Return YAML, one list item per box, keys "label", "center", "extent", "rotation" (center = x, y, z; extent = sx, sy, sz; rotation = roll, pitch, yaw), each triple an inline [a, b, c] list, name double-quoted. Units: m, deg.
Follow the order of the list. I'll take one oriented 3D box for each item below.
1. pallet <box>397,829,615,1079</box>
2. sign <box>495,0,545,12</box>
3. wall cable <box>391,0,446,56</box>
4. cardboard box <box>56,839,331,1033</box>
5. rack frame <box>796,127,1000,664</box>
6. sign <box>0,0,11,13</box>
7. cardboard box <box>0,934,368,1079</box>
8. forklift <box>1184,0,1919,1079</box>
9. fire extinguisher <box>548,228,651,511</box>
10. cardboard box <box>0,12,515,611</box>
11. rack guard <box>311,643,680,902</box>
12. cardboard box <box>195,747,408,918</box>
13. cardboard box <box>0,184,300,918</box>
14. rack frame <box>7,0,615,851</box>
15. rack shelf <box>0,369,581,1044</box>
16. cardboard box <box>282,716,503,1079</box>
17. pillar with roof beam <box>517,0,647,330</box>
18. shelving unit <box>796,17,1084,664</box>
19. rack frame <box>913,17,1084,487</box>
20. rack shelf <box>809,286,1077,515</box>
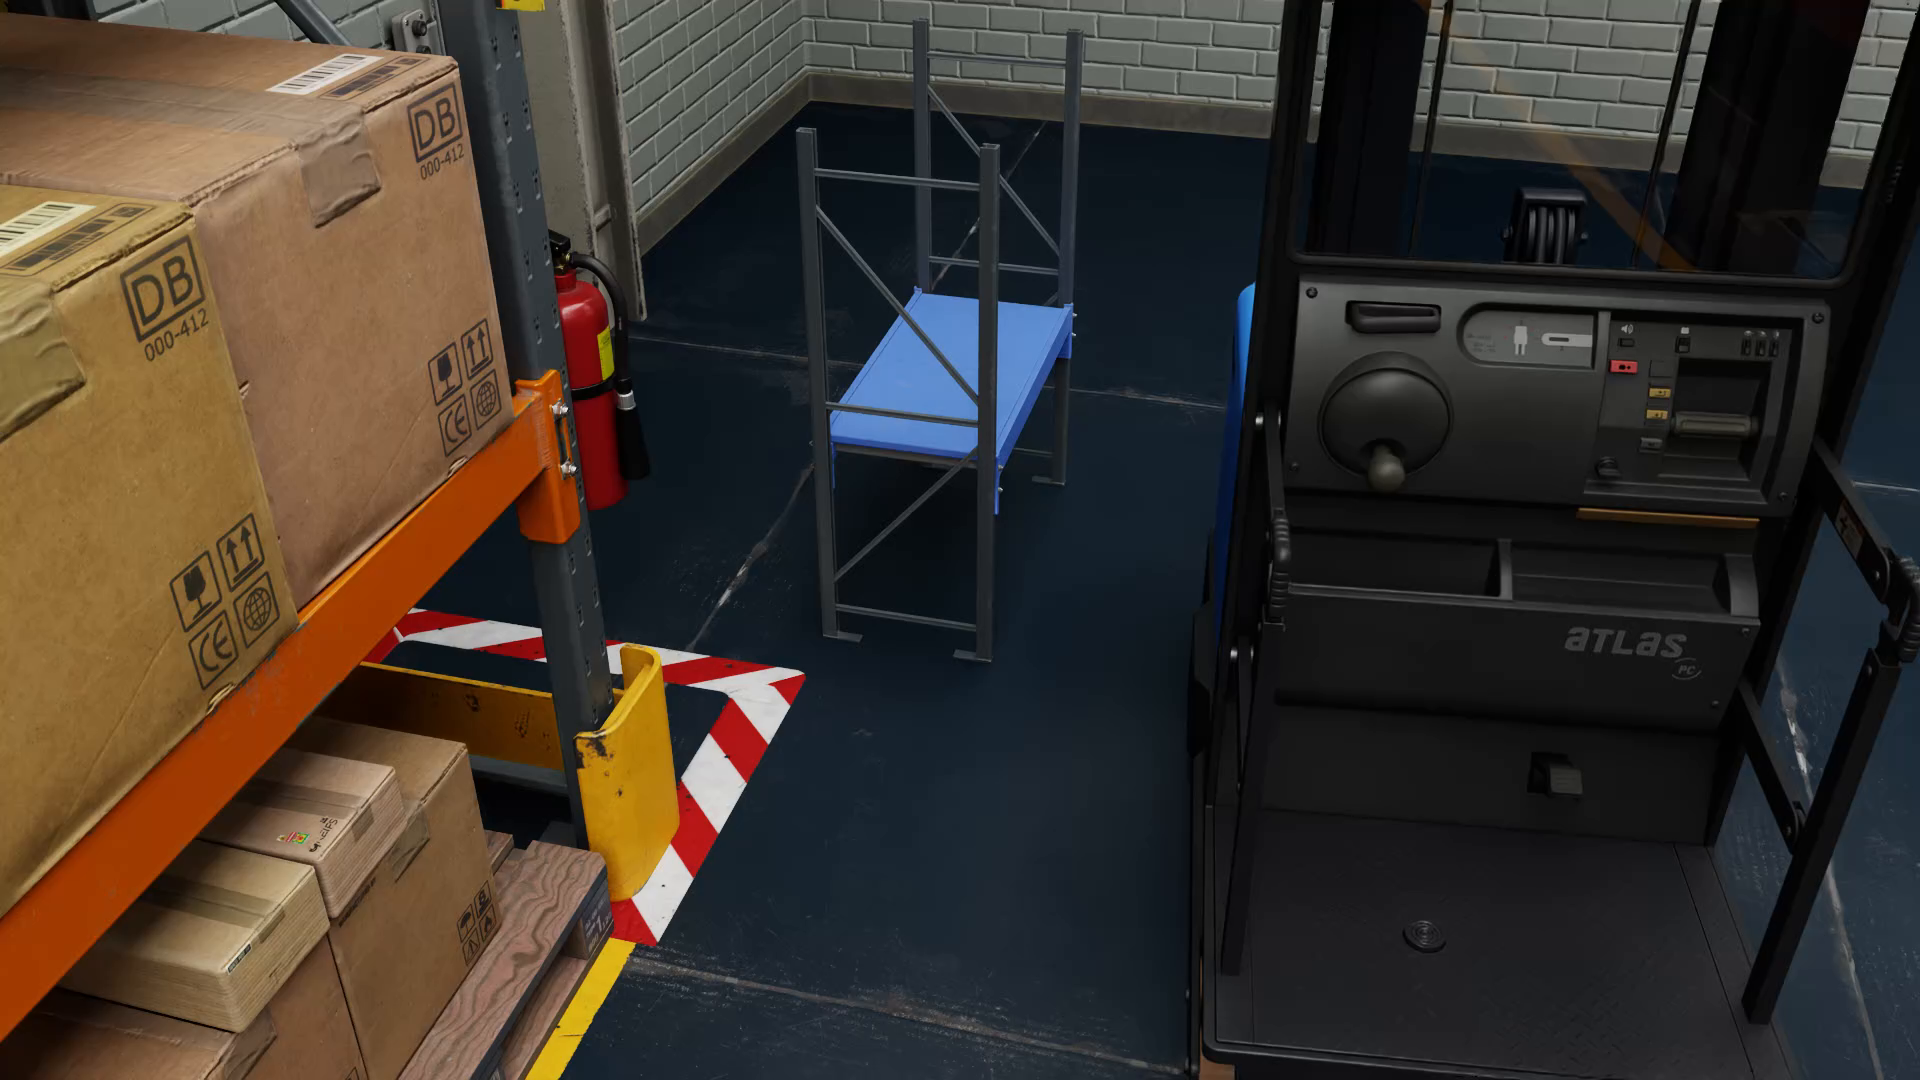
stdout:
- label: "pallet"
  center: [-1.425, 1.040, 3.417]
  extent: [1.003, 0.211, 1.213]
  rotation: [8, 33, 12]
- label: "sign"
  center: [-0.776, -1.070, 2.837]
  extent: [0.100, 0.325, 0.005]
  rotation: [8, 33, 12]
- label: "wall cable"
  center: [-1.888, -1.784, 4.314]
  extent: [0.084, 1.984, 1.851]
  rotation: [8, 33, 12]
- label: "cardboard box"
  center: [-1.299, 0.643, 2.777]
  extent: [0.380, 0.149, 0.250]
  rotation: [9, 34, 14]
- label: "rack frame"
  center: [-0.151, -0.325, 4.363]
  extent: [0.500, 1.500, 0.032]
  rotation: [8, 33, 12]
- label: "sign"
  center: [-1.833, -1.040, 3.209]
  extent: [0.100, 0.325, 0.005]
  rotation: [8, 33, 12]
- label: "cardboard box"
  center: [-1.506, 0.952, 2.895]
  extent: [0.700, 0.500, 0.500]
  rotation: [8, 33, 12]
- label: "forklift"
  center: [1.051, -0.206, 2.843]
  extent: [1.130, 2.935, 3.031]
  rotation: [4, 33, 6]
- label: "fire extinguisher"
  center: [-0.813, -0.388, 3.484]
  extent: [0.296, 0.674, 0.183]
  rotation: [8, 33, 12]
- label: "cardboard box"
  center: [-1.418, -0.423, 2.840]
  extent: [0.980, 0.700, 0.700]
  rotation: [10, 34, 15]
- label: "rack guard"
  center: [-1.292, 0.480, 4.029]
  extent: [1.175, 0.500, 0.348]
  rotation: [8, 33, 12]
- label: "cardboard box"
  center: [-1.235, 0.510, 2.986]
  extent: [0.380, 0.149, 0.250]
  rotation: [8, 33, 12]
- label: "cardboard box"
  center: [-1.591, -0.044, 2.243]
  extent: [0.980, 0.700, 0.700]
  rotation: [8, 33, 12]
- label: "rack frame"
  center: [-1.298, -0.562, 3.339]
  extent: [1.000, 3.000, 0.127]
  rotation: [8, 33, 12]
- label: "rack shelf"
  center: [-1.805, 0.779, 1.899]
  extent: [1.077, 0.370, 4.000]
  rotation: [8, 33, 12]
- label: "cardboard box"
  center: [-1.379, 0.692, 3.304]
  extent: [0.700, 0.500, 0.500]
  rotation: [8, 33, 12]
- label: "pillar with roof beam"
  center: [2.715, -4.027, 3.196]
  extent: [9.100, 9.000, 0.400]
  rotation: [8, 33, 12]
- label: "shelving unit"
  center: [-0.022, -0.589, 4.778]
  extent: [0.538, 1.500, 1.048]
  rotation: [8, 33, 12]
- label: "rack frame"
  center: [0.107, -0.852, 5.193]
  extent: [0.500, 1.500, 0.032]
  rotation: [8, 33, 12]
- label: "rack shelf"
  center: [-0.022, -0.437, 4.875]
  extent: [0.538, 0.185, 1.000]
  rotation: [8, 33, 12]
